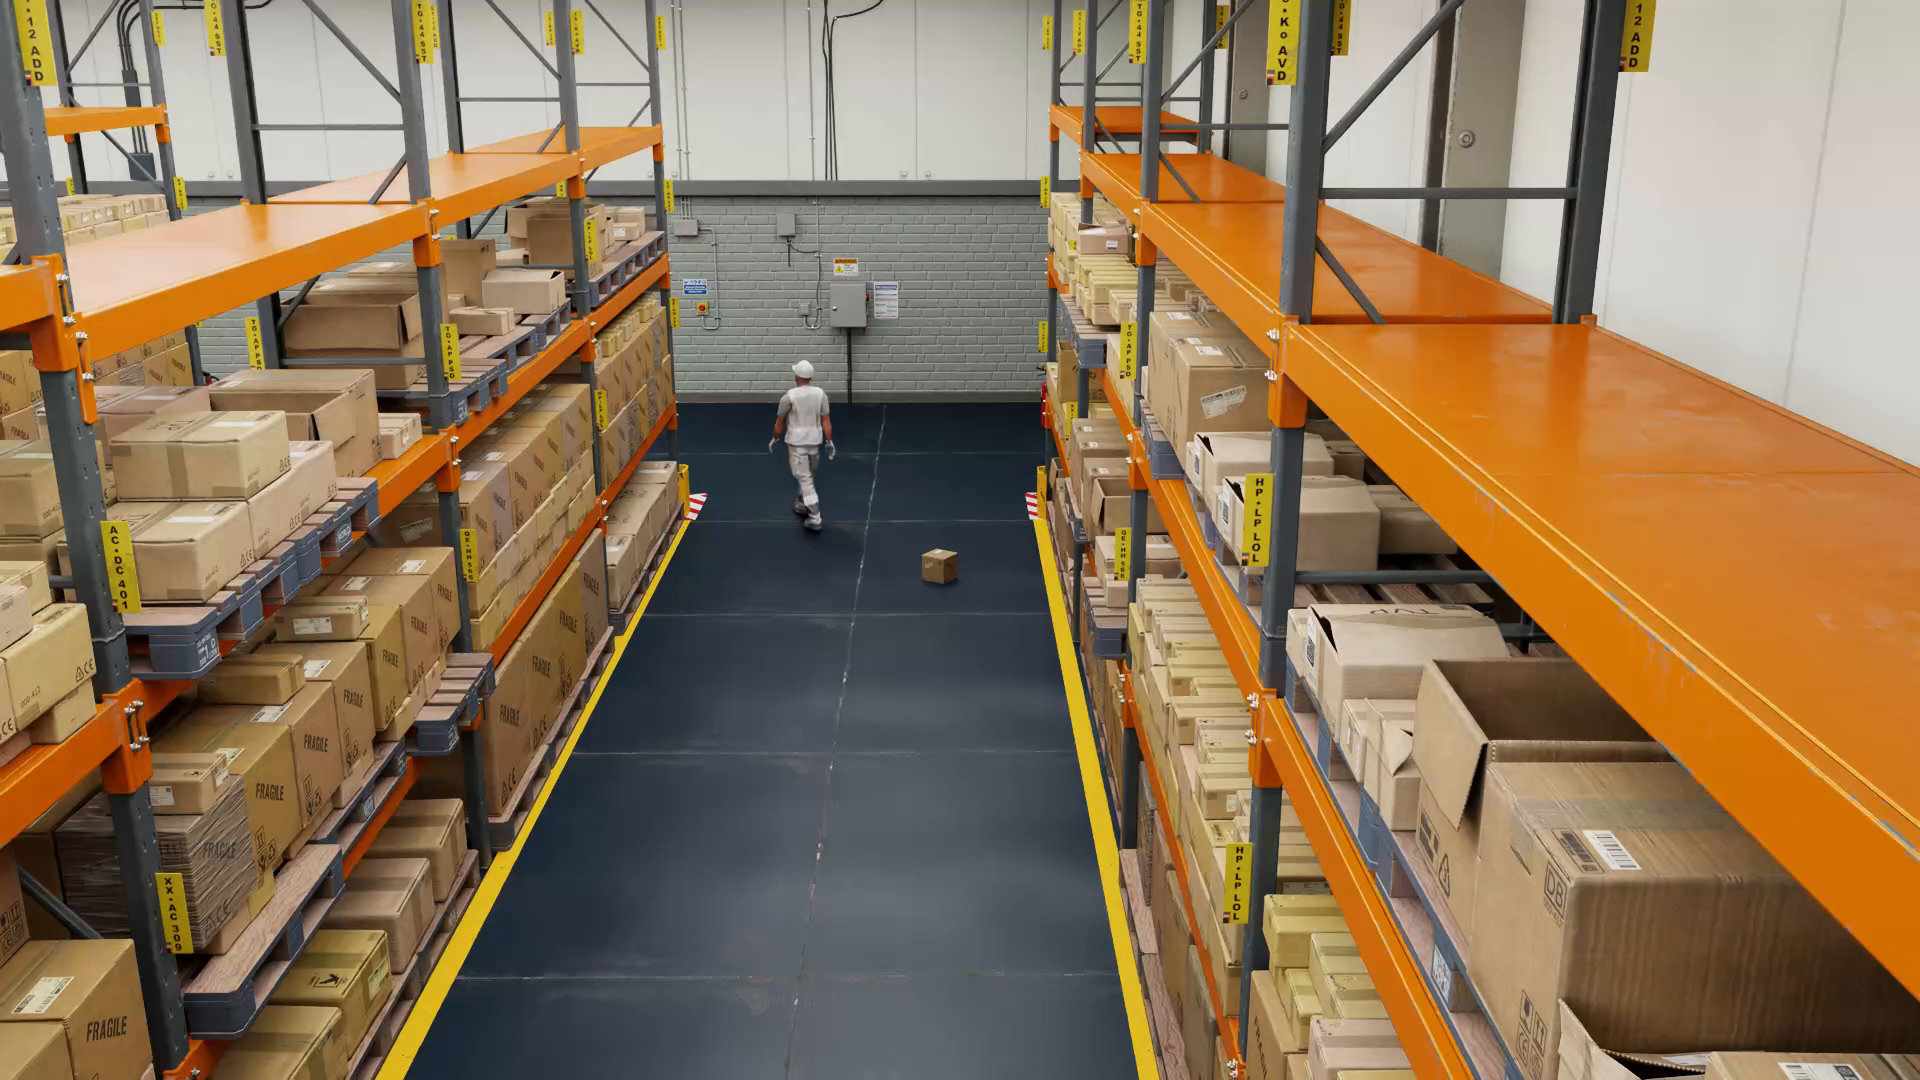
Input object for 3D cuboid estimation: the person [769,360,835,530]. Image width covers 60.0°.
[{"bbox_3d":[-1.691,-1.044,17.459,0.600,1.738,0.958,-10,20,-29],"label":"person"}]
